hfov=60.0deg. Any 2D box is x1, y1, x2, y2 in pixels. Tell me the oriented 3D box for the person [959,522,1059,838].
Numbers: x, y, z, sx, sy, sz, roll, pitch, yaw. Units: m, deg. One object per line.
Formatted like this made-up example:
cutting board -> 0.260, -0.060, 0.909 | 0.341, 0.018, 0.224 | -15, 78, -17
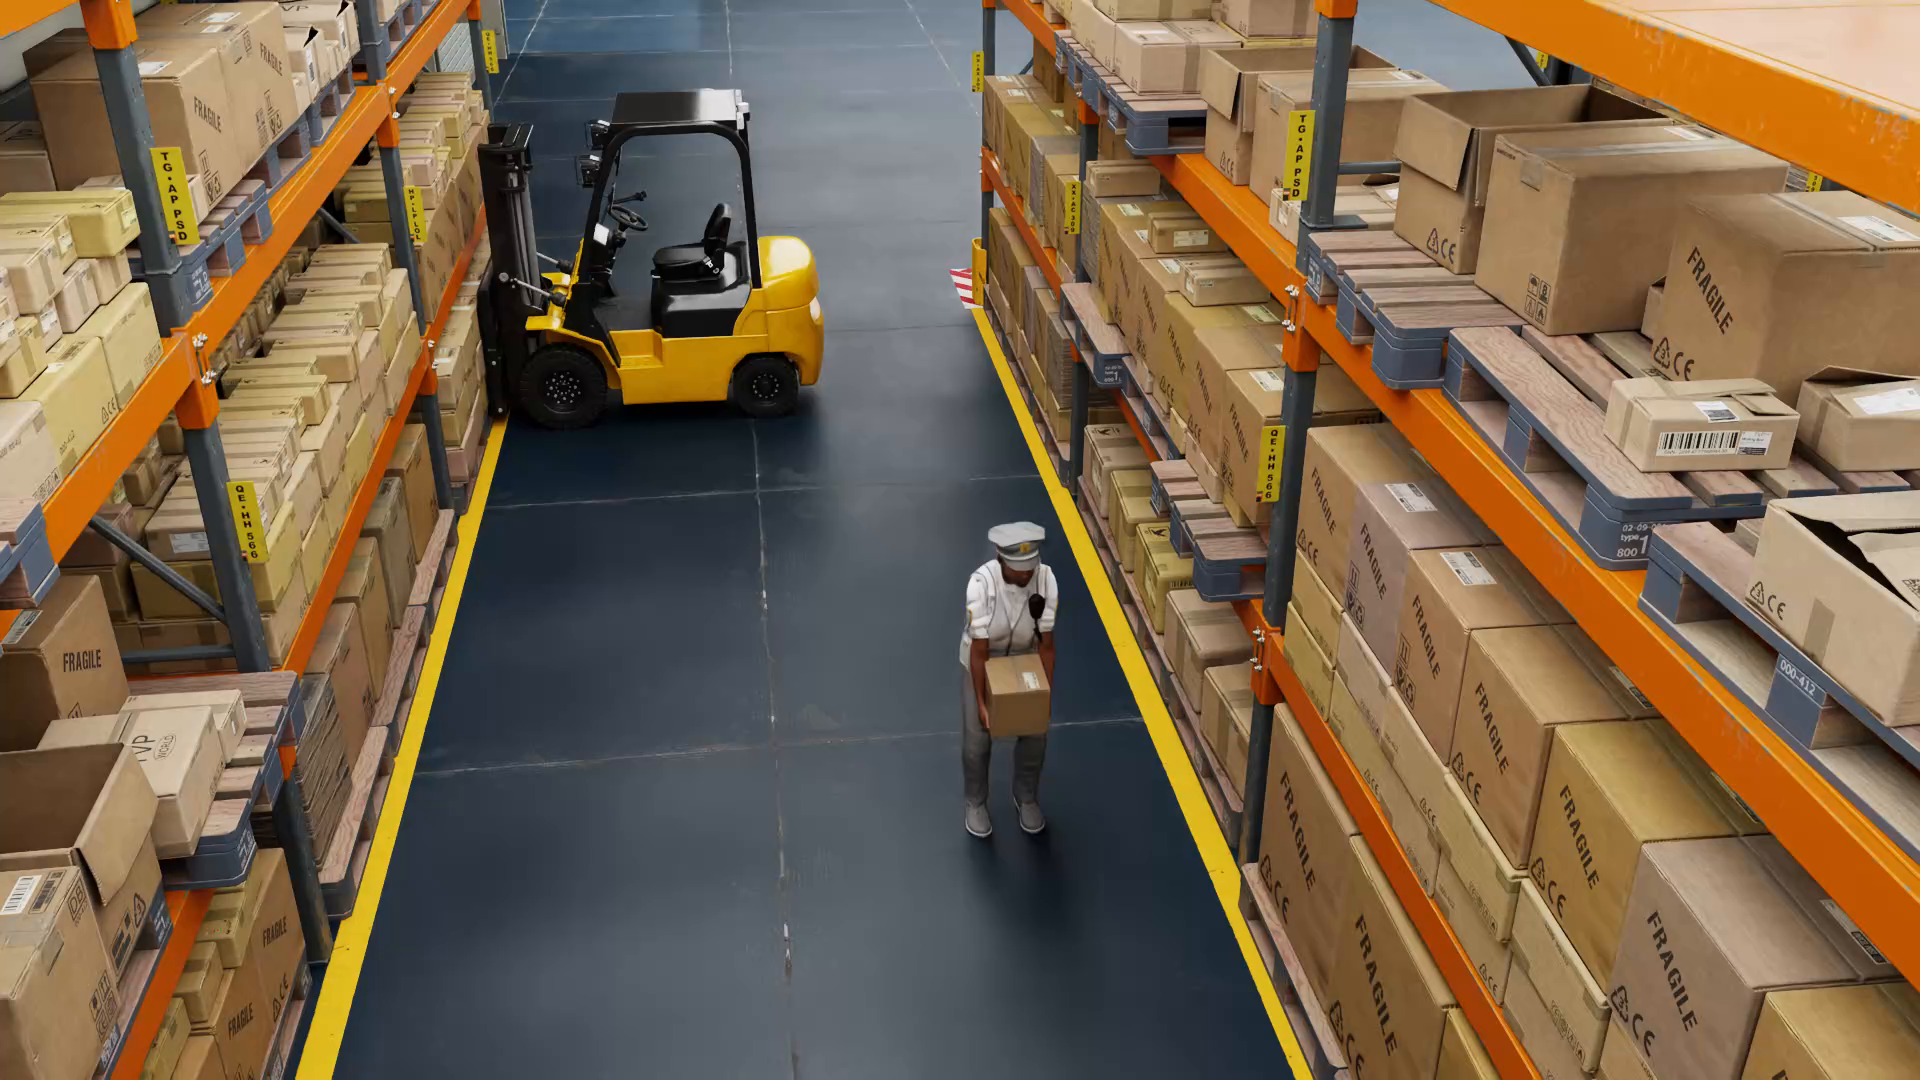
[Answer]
person -> 0.220, 0.632, 7.447 | 0.415, 1.625, 0.566 | -4, 28, -8
